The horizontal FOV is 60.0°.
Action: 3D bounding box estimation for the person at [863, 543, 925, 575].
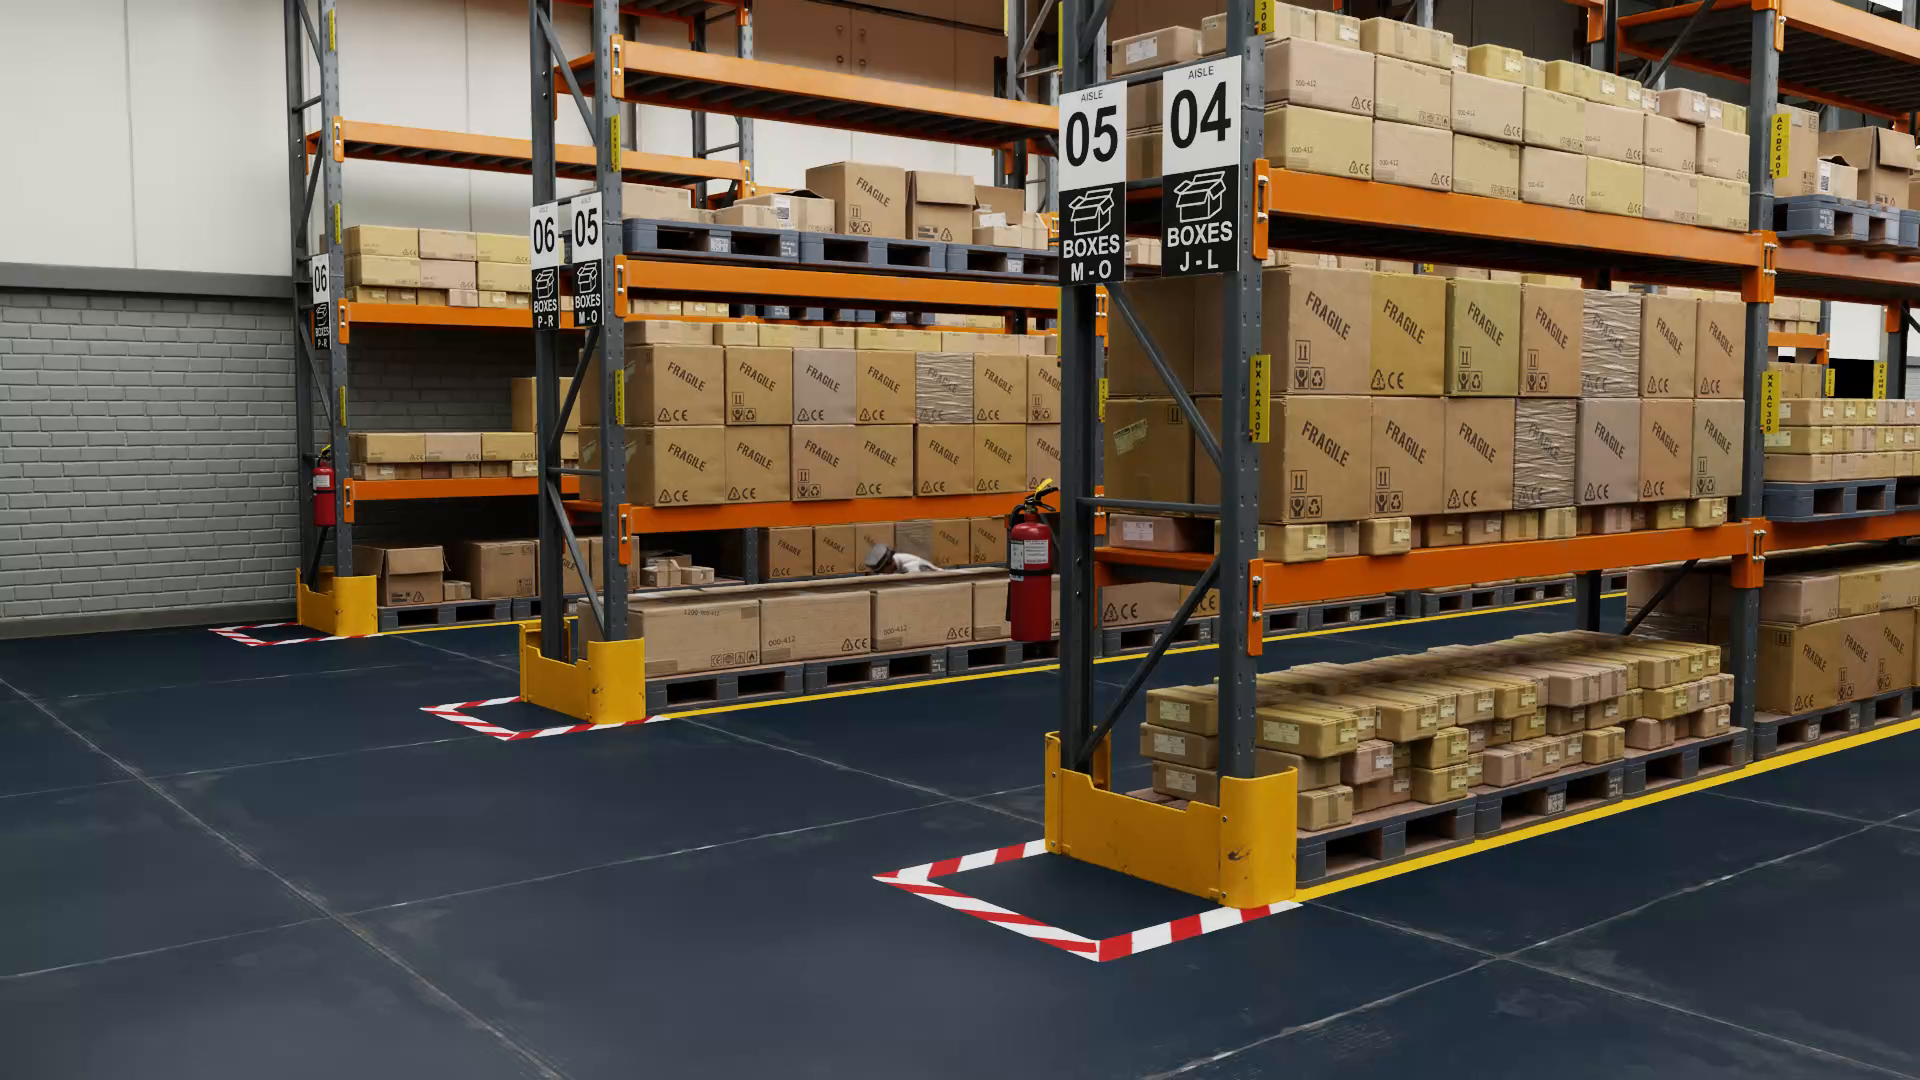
[{"bbox_3d":[-0.458,0.435,14.033,0.861,0.852,0.470,-4,6,-39],"label":"person"}]
